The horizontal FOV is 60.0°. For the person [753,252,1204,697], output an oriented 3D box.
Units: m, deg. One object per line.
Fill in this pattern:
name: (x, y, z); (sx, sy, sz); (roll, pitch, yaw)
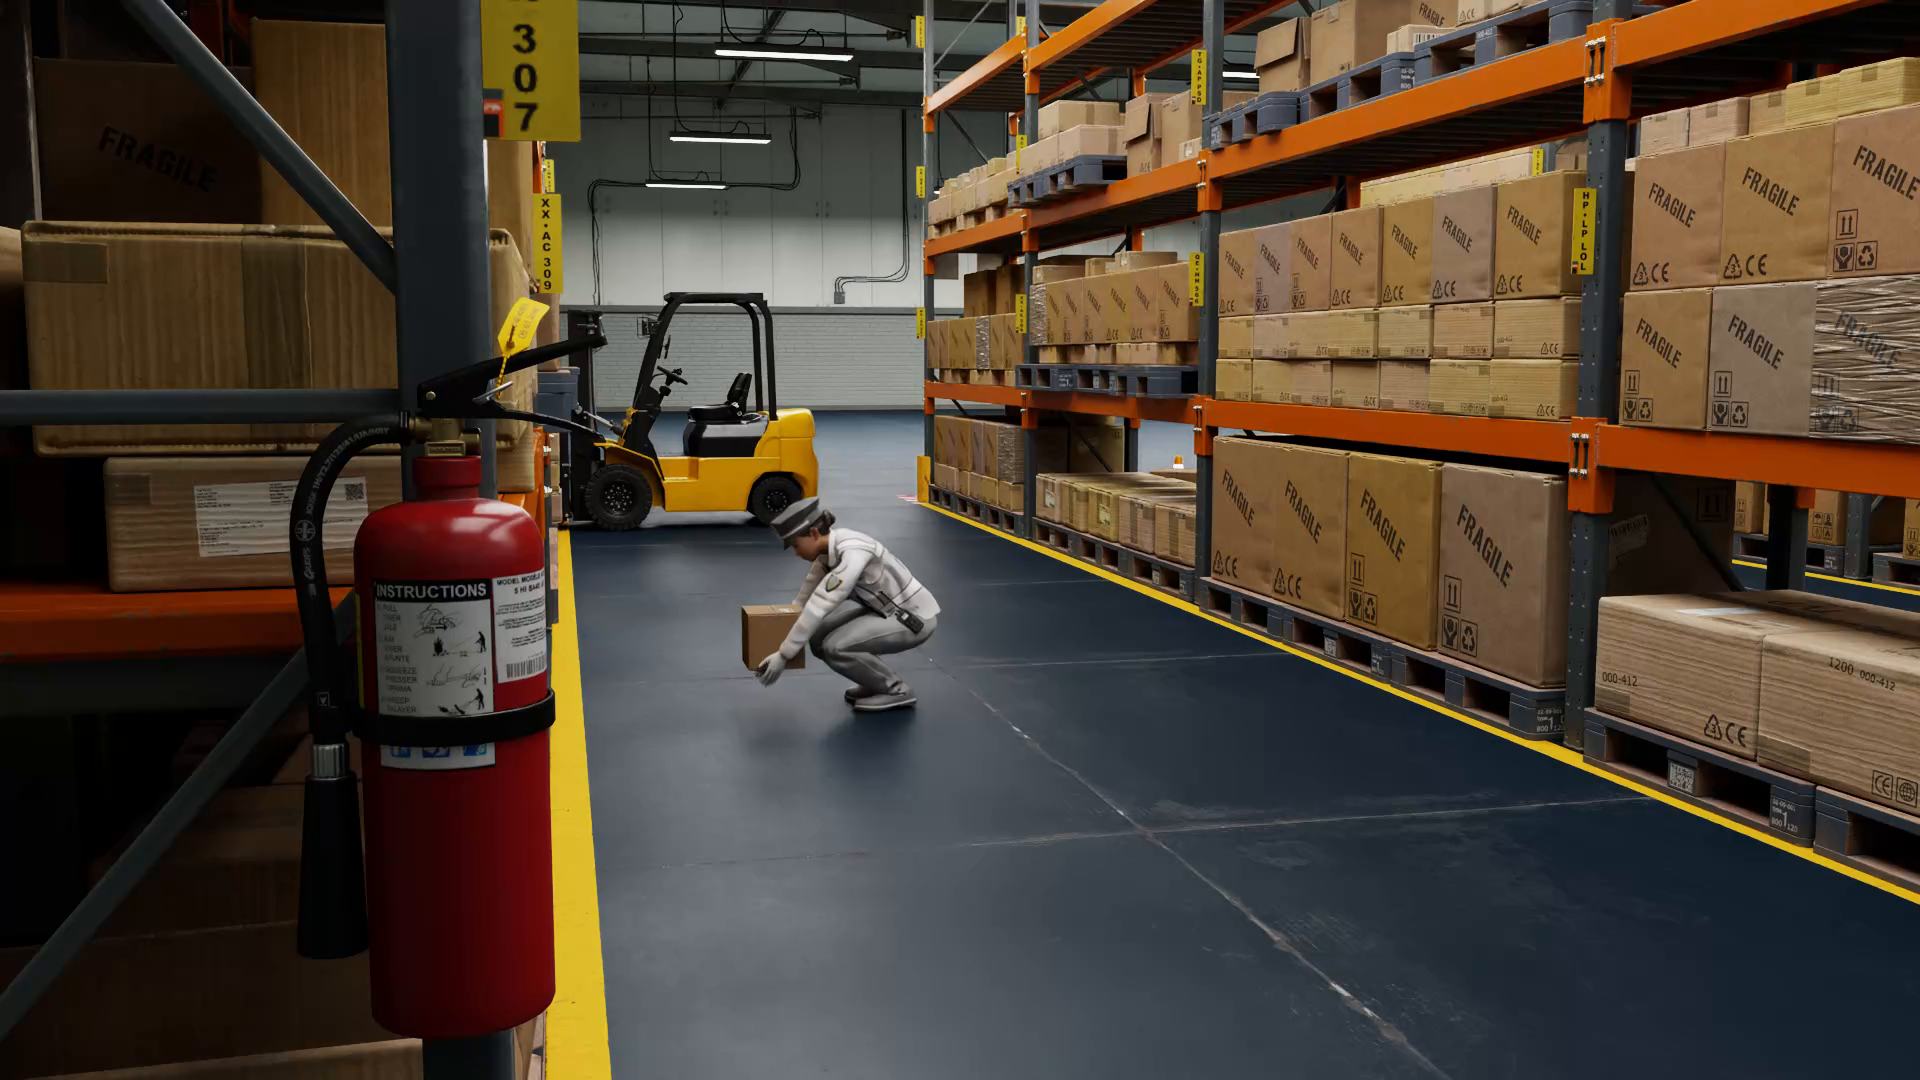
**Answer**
person: (1.976, -0.703, 10.609); (7.261, 2.202, 5.544); (-2, 6, -14)
